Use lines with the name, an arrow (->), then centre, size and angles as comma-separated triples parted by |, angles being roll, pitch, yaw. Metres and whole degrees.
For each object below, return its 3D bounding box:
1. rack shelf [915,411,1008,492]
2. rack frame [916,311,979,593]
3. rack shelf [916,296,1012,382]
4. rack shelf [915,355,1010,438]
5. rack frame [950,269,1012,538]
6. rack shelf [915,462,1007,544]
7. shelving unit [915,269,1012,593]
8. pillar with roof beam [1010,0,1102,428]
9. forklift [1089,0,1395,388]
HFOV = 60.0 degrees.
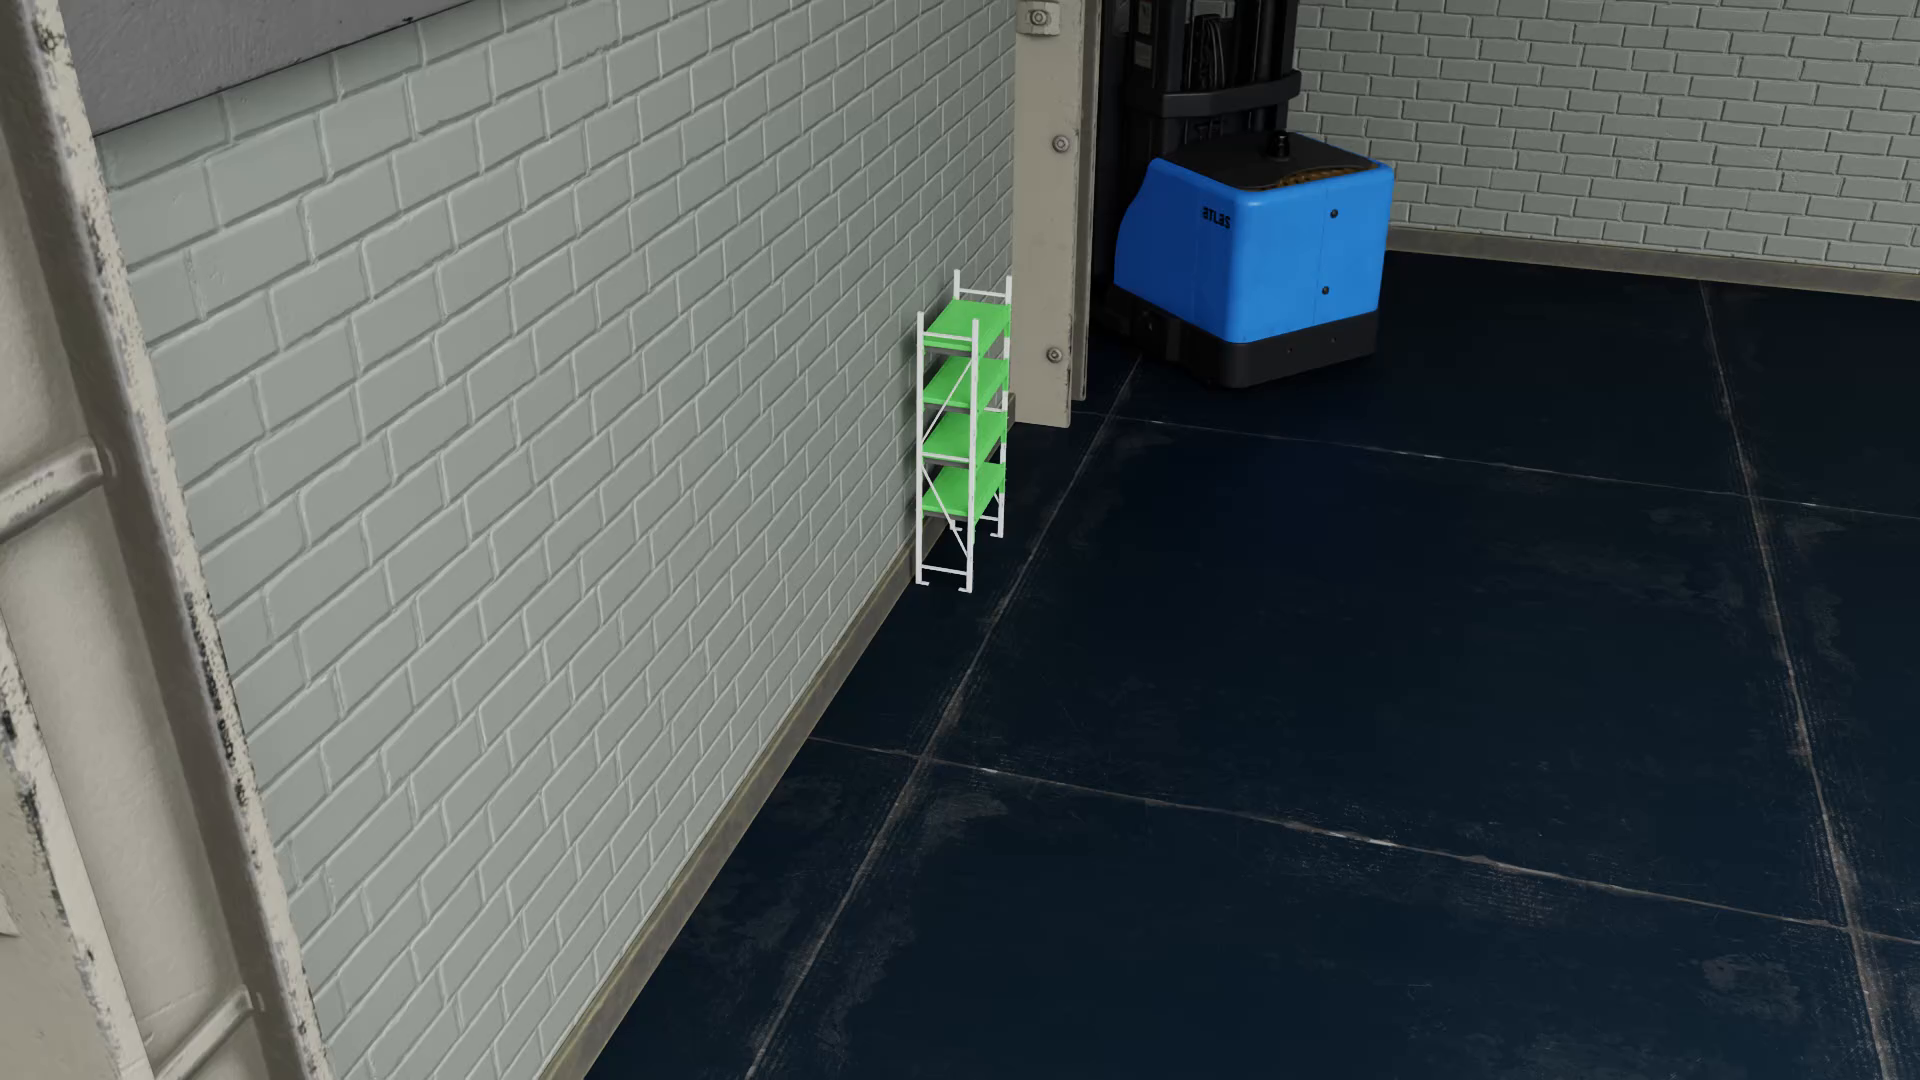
rack shelf -> 0.011, -0.385, 6.835 | 0.258, 0.148, 0.480 | 9, 30, 14
rack frame -> -0.057, -0.327, 6.599 | 0.240, 1.200, 0.015 | 9, 30, 14
rack shelf -> 0.020, -0.803, 6.599 | 0.258, 0.148, 0.480 | 9, 30, 14
rack shelf -> 0.016, -0.594, 6.717 | 0.258, 0.148, 0.480 | 9, 30, 14
rack frame -> 0.082, -0.555, 7.008 | 0.240, 1.200, 0.015 | 9, 30, 14
rack shelf -> 0.007, -0.176, 6.952 | 0.258, 0.148, 0.480 | 9, 30, 14
shelving unit -> 0.013, -0.441, 6.803 | 0.258, 1.200, 0.503 | 9, 30, 14
pillar with roof beam -> 4.560, -3.988, 5.162 | 9.100, 9.000, 0.400 | 8, 30, 15
forklift -> 1.051, -2.737, 9.154 | 1.130, 2.935, 3.031 | -16, 33, -27
